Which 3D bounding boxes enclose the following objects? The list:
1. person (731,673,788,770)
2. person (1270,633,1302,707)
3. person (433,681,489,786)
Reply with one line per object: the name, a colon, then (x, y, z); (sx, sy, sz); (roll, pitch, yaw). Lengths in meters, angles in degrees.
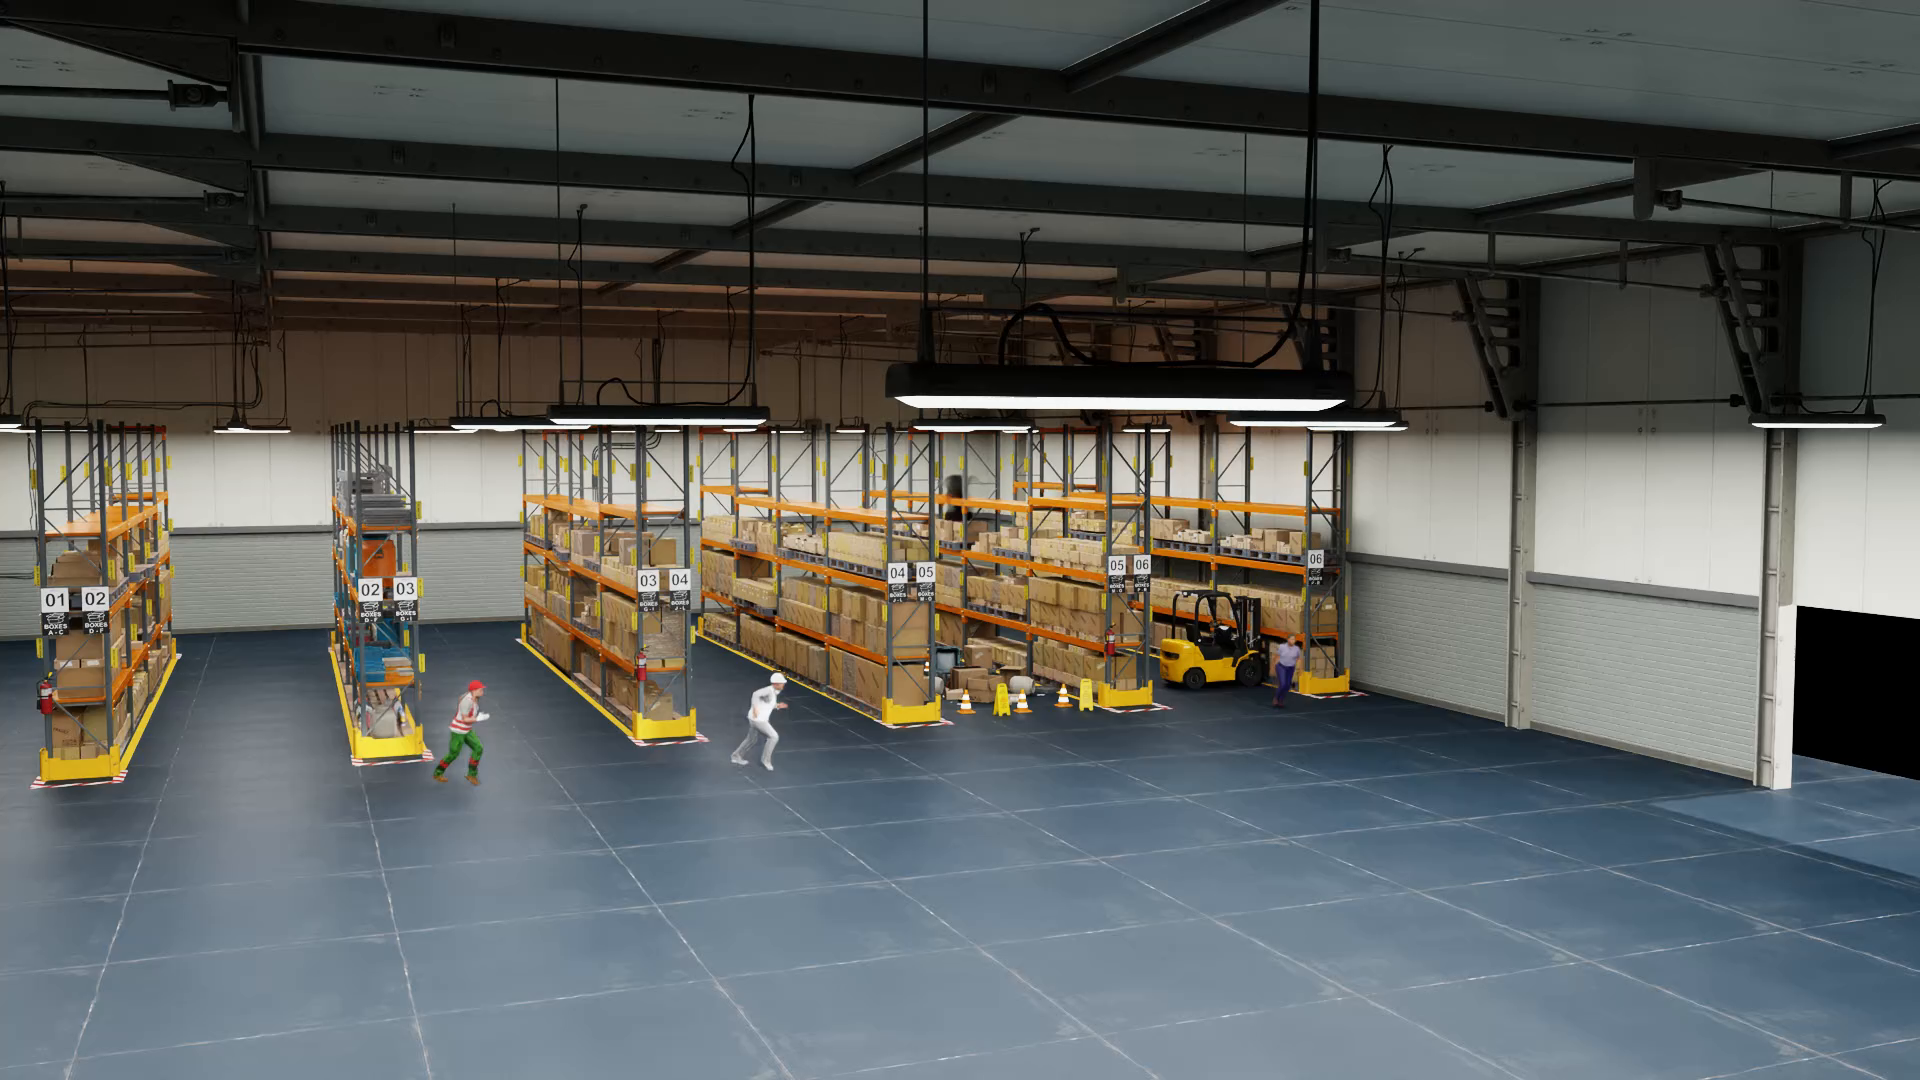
person: (-3.453, 3.134, 28.530); (0.992, 1.709, 0.700); (0, 4, 4)
person: (6.876, 2.752, 34.981); (0.592, 1.572, 0.717); (-1, 4, -15)
person: (-8.161, 3.187, 27.234); (0.972, 1.779, 0.692); (0, 4, 2)
